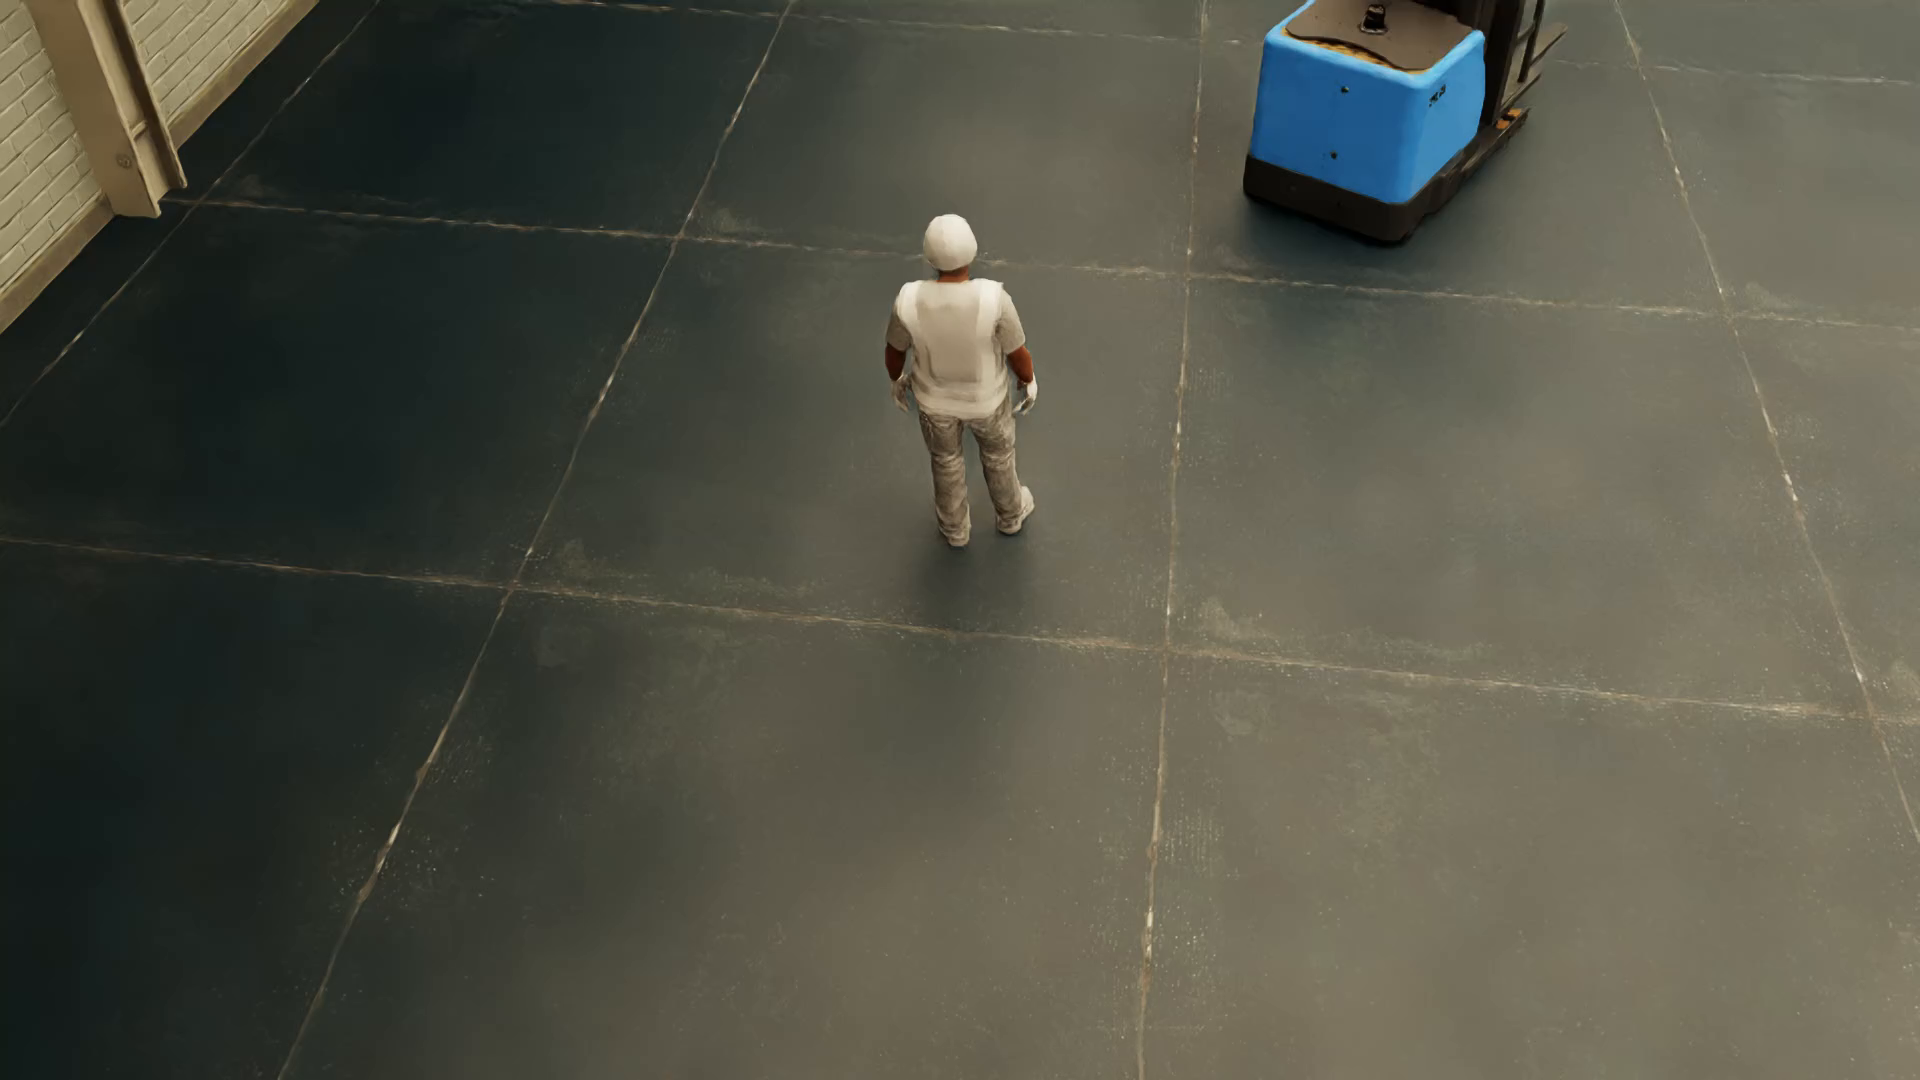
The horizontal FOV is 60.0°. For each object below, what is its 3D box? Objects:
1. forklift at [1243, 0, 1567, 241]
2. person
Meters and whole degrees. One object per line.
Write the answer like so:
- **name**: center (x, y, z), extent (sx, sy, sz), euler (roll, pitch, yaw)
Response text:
- **forklift**: center (3.002, -3.773, 9.832), extent (1.130, 2.935, 3.031), euler (27, 49, 26)
- **person**: center (0.017, -0.710, 7.335), extent (0.655, 1.782, 0.576), euler (5, 43, 6)
